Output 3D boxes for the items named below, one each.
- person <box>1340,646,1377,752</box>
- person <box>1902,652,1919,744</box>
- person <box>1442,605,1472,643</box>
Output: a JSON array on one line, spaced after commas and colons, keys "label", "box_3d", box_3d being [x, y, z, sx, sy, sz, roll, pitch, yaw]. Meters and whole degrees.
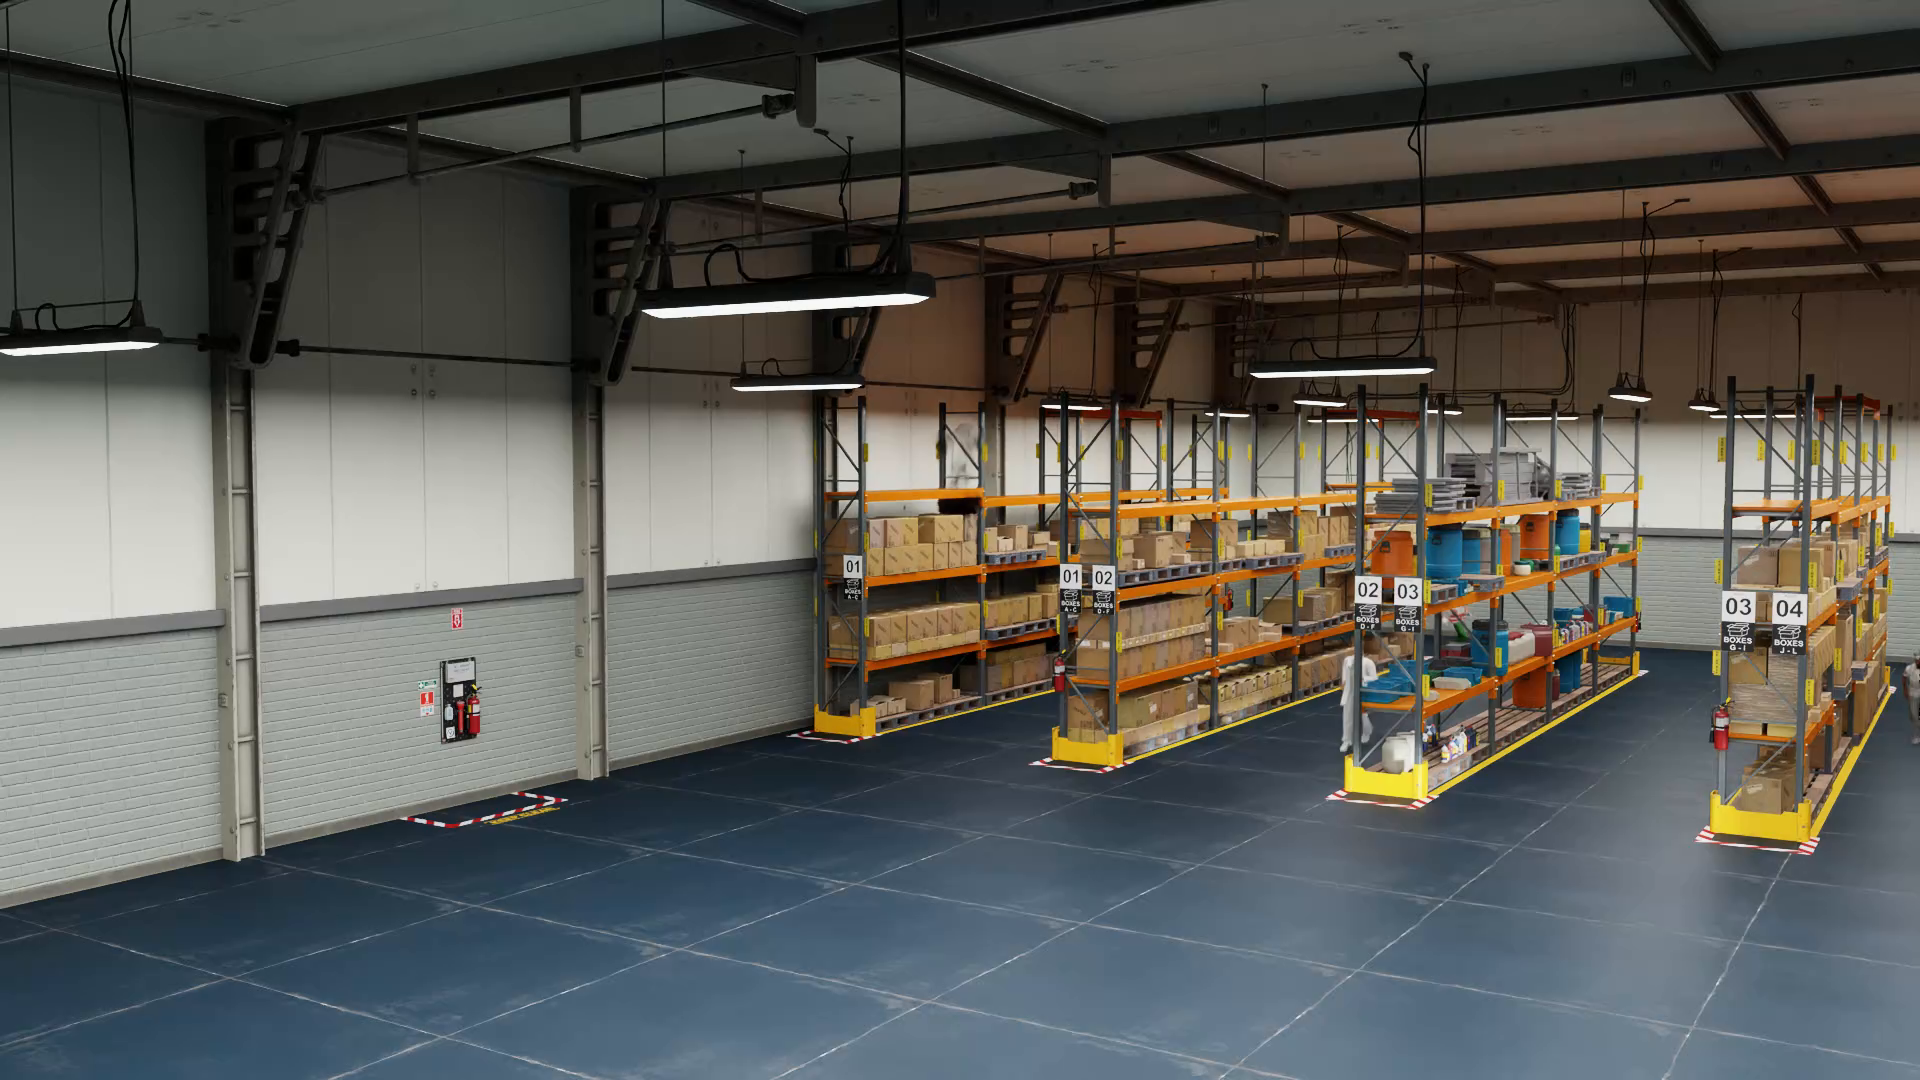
[{"label": "person", "box_3d": [6.707, 2.625, 28.071, 0.703, 1.802, 1.046, 2, 4, 35]}, {"label": "person", "box_3d": [16.558, 2.713, 28.682, 0.564, 1.618, 0.701, 2, 4, 33]}, {"label": "person", "box_3d": [12.075, 2.011, 40.129, 0.714, 1.770, 0.863, -2, 4, -34]}]
